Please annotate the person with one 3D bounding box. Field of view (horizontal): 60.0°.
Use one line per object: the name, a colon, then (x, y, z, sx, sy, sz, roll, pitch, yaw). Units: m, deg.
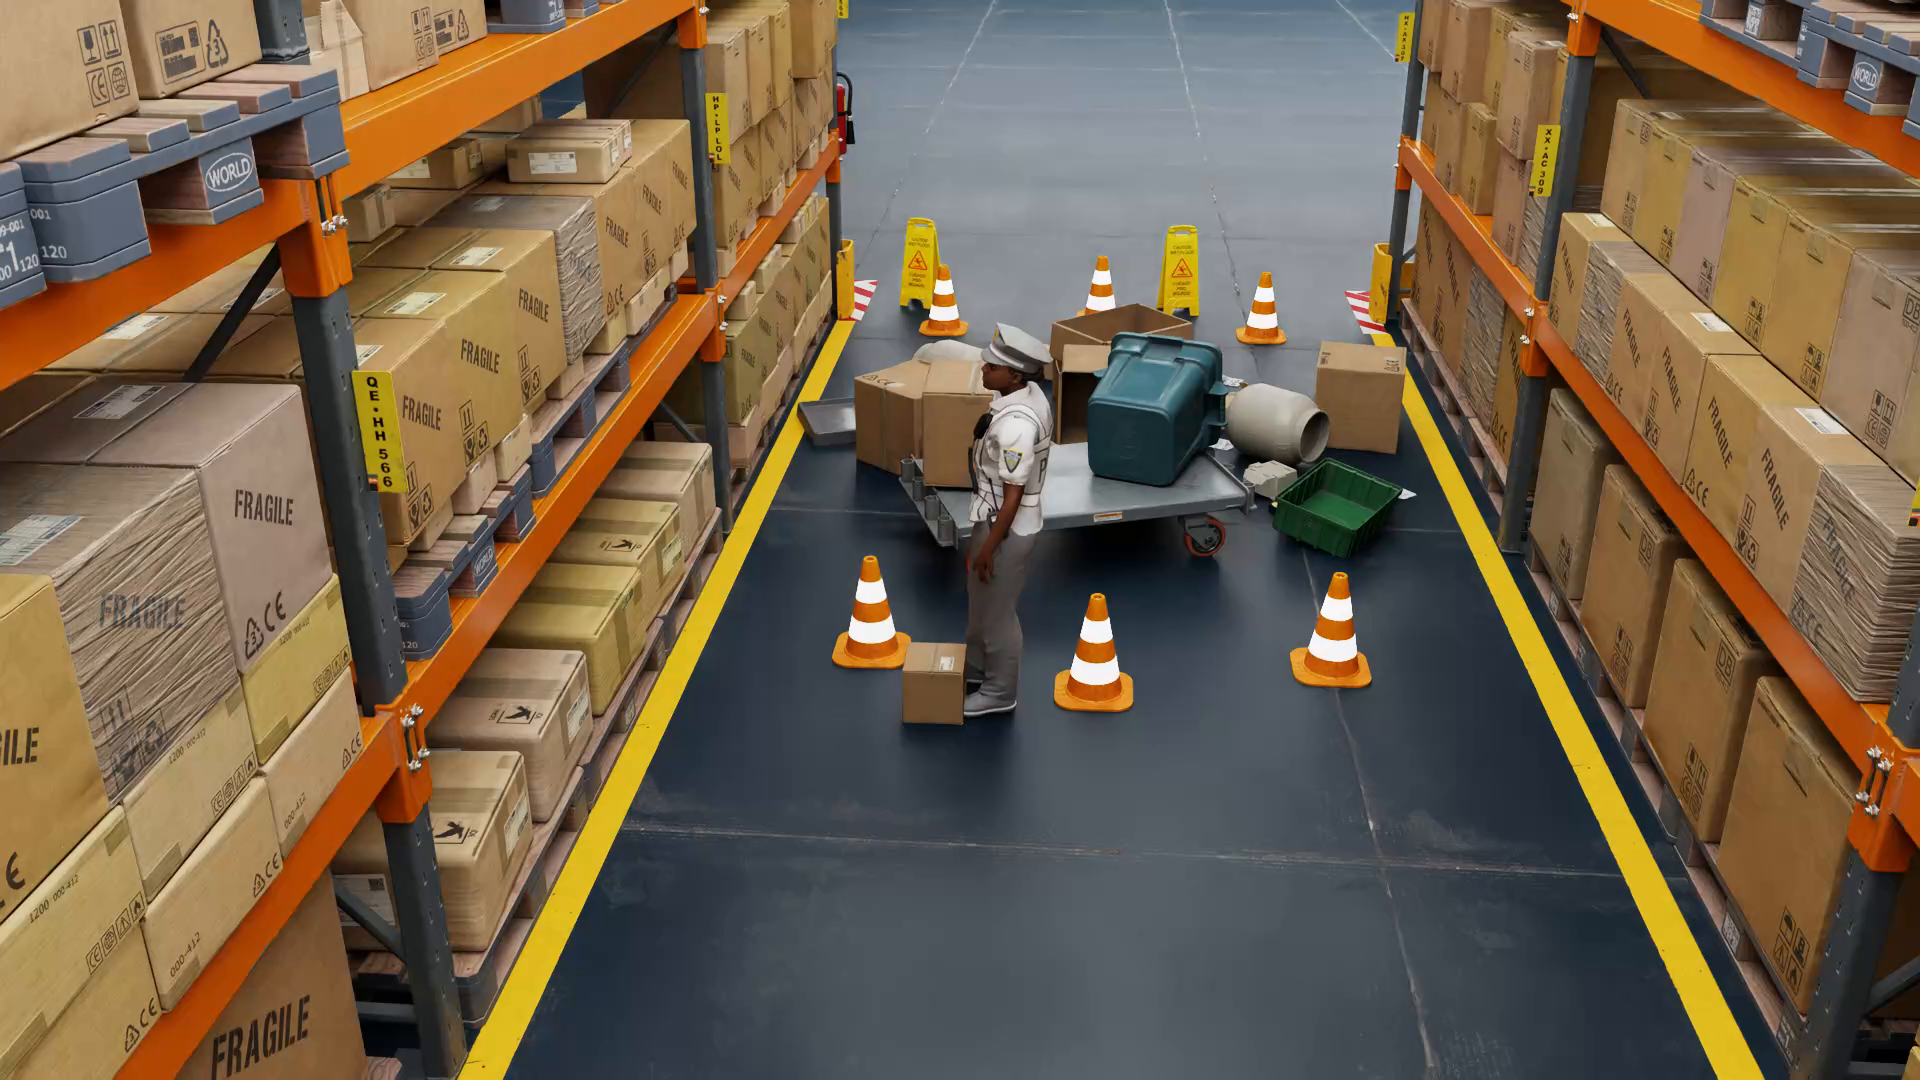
person: (0.101, -0.071, 6.697, 0.528, 1.695, 0.569, 2, 25, 4)
